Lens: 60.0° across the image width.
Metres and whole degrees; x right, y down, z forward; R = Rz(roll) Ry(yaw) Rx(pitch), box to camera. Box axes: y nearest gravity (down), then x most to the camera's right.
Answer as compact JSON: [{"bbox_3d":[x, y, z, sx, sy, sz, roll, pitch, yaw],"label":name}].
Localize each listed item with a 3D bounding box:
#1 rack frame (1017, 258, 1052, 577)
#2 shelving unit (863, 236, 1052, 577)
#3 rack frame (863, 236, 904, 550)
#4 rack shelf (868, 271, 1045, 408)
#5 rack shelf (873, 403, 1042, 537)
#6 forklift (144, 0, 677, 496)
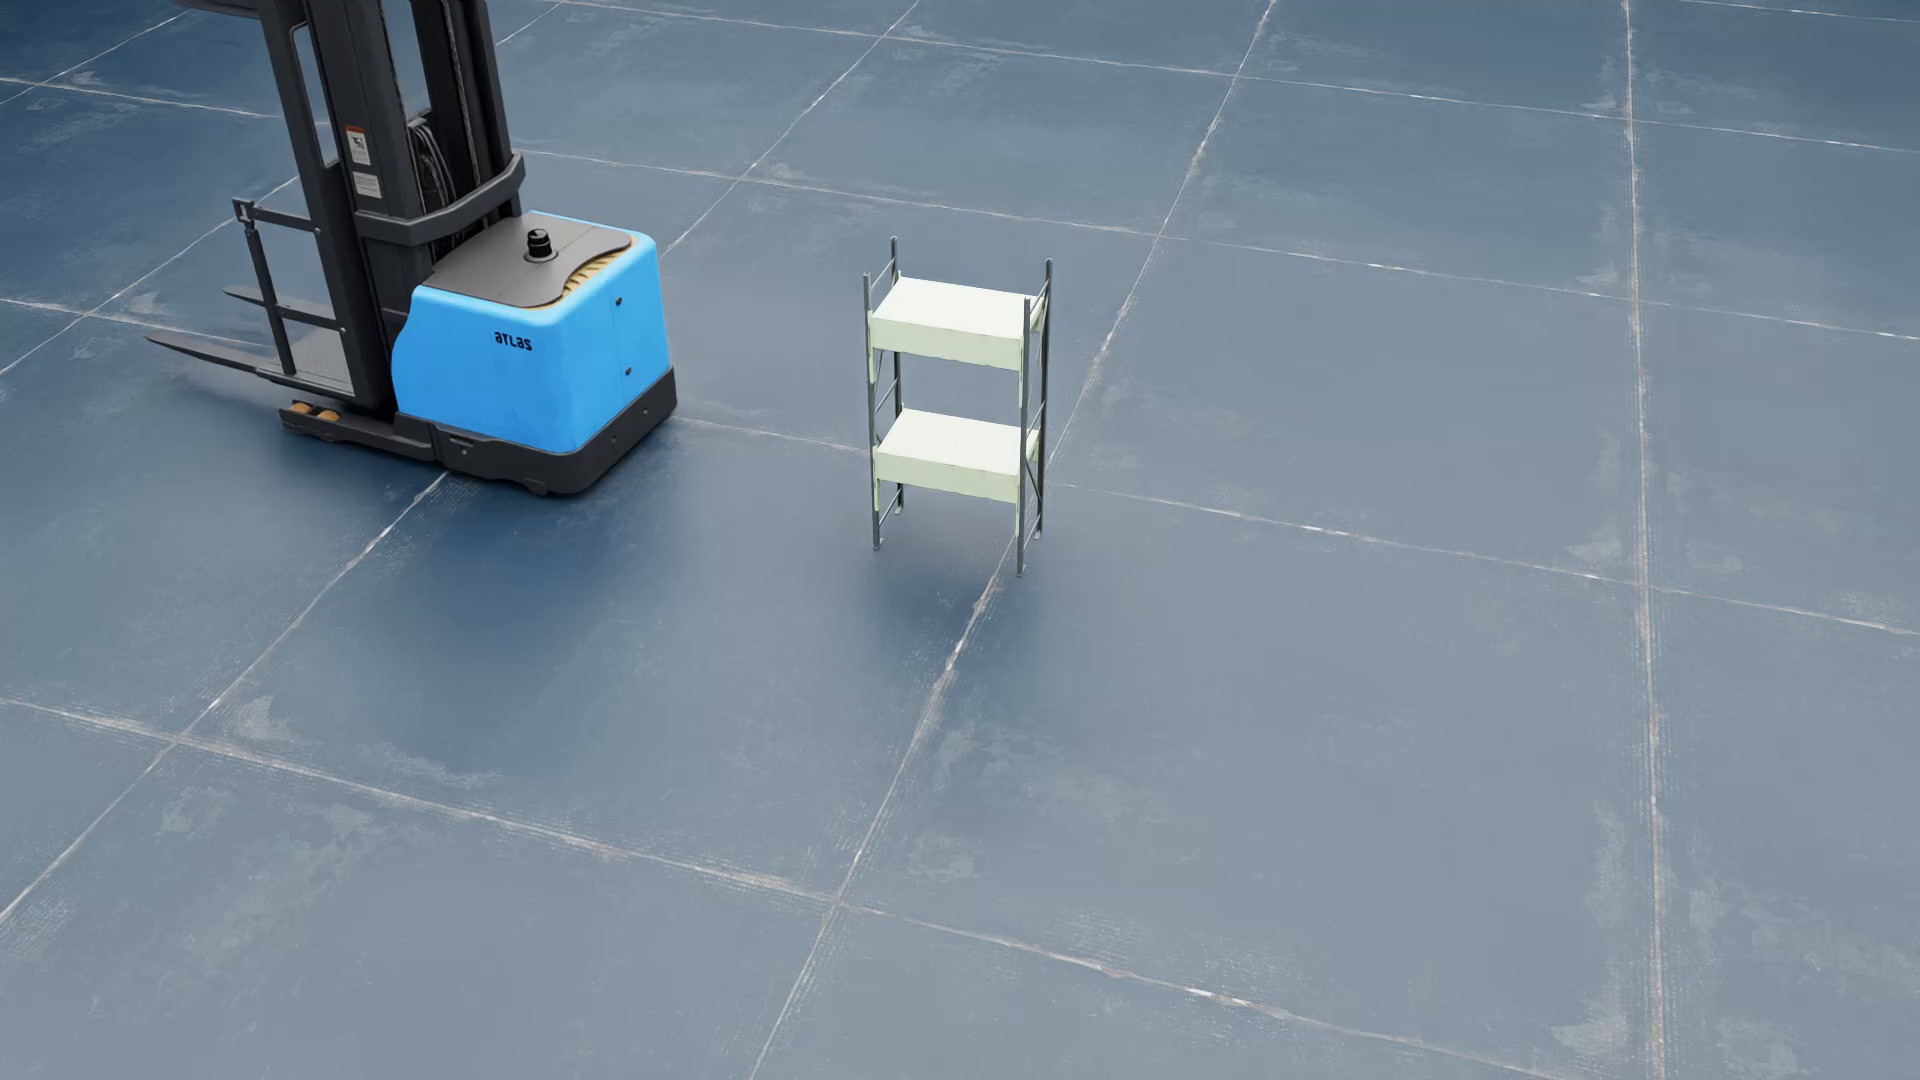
[{"bbox_3d":[0.343,-0.541,7.719,0.023,1.500,0.400,10,38,14],"label":"rack frame"},{"bbox_3d":[-0.006,-0.605,7.807,0.755,1.500,0.431,10,38,14],"label":"shelving unit"},{"bbox_3d":[-0.356,-0.670,7.895,0.023,1.500,0.400,10,38,14],"label":"rack frame"},{"bbox_3d":[-0.006,-0.919,7.576,0.720,0.370,0.431,10,38,14],"label":"rack shelf"},{"bbox_3d":[-0.006,-0.343,8.000,0.720,0.370,0.431,10,38,14],"label":"rack shelf"},{"bbox_3d":[-3.118,-1.980,8.467,3.031,2.935,1.130,15,39,19],"label":"forklift"}]
